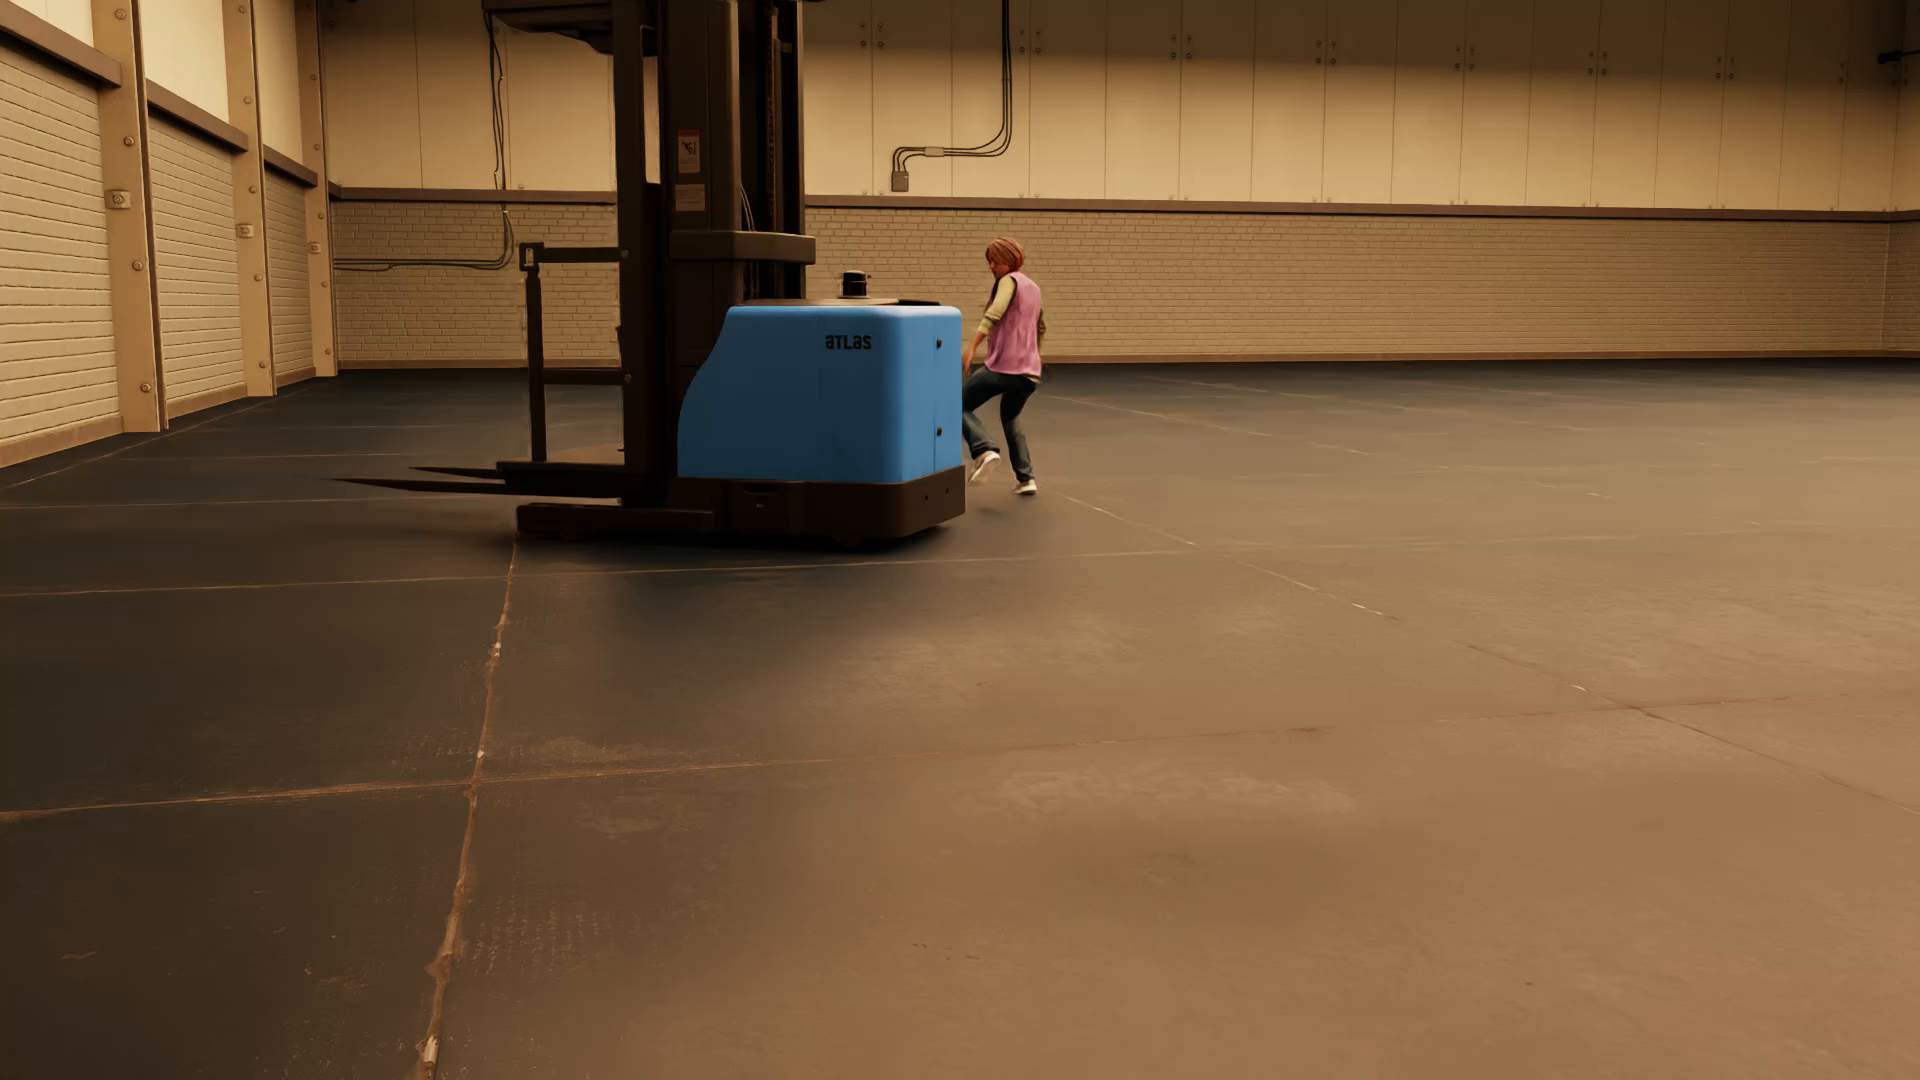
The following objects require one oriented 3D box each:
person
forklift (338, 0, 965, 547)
[{"bbox_3d":[0.256,-0.969,9.444,0.845,1.485,0.456,-8,11,-44],"label":"person"},{"bbox_3d":[-1.551,-1.515,7.954,3.031,2.935,1.130,2,8,17],"label":"forklift"}]
